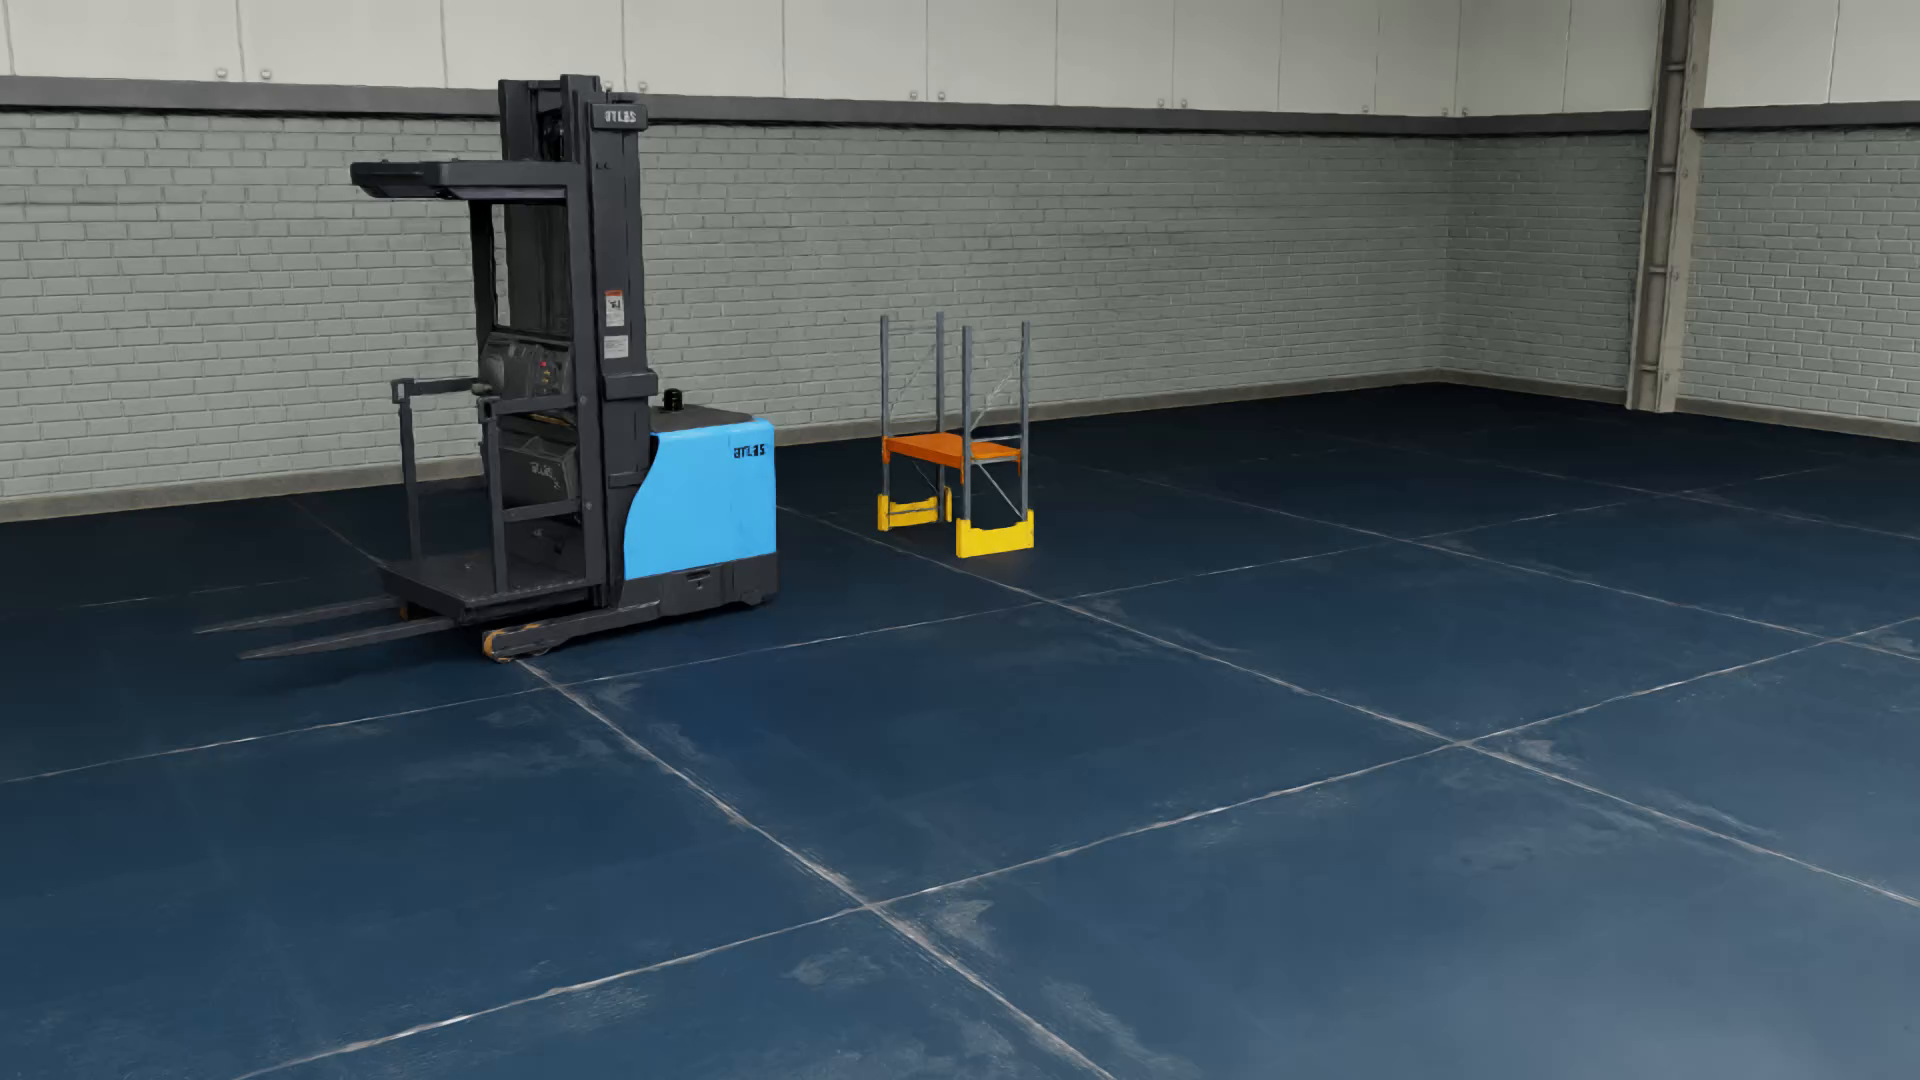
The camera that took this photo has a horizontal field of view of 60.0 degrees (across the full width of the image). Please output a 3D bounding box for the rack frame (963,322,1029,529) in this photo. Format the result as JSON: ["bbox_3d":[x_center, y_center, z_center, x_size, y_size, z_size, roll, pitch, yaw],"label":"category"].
[{"bbox_3d":[0.234,-0.657,10.857,0.500,1.500,0.032,-8,15,-33],"label":"rack frame"}]

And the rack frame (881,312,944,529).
[{"bbox_3d":[-0.329,-0.838,11.684,0.500,1.500,0.032,-8,15,-33],"label":"rack frame"}]

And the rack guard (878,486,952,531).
[{"bbox_3d":[-0.318,-0.224,11.802,0.587,0.250,0.087,-8,15,-33],"label":"rack guard"}]

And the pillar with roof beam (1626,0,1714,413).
[{"bbox_3d":[3.757,-5.267,14.382,9.100,9.000,0.400,-8,15,-33],"label":"pillar with roof beam"}]

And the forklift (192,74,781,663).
[{"bbox_3d":[-2.473,-0.929,8.750,3.031,2.935,1.130,-11,16,-41],"label":"forklift"}]

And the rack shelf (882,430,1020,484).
[{"bbox_3d":[-0.047,-0.572,11.309,0.538,0.185,1.000,-8,15,-33],"label":"rack shelf"}]

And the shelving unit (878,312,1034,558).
[{"bbox_3d":[-0.042,-0.746,11.264,0.587,1.500,1.083,-8,15,-33],"label":"shelving unit"}]

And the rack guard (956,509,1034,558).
[{"bbox_3d":[0.234,-0.047,10.992,0.587,0.250,0.087,-8,15,-33],"label":"rack guard"}]
